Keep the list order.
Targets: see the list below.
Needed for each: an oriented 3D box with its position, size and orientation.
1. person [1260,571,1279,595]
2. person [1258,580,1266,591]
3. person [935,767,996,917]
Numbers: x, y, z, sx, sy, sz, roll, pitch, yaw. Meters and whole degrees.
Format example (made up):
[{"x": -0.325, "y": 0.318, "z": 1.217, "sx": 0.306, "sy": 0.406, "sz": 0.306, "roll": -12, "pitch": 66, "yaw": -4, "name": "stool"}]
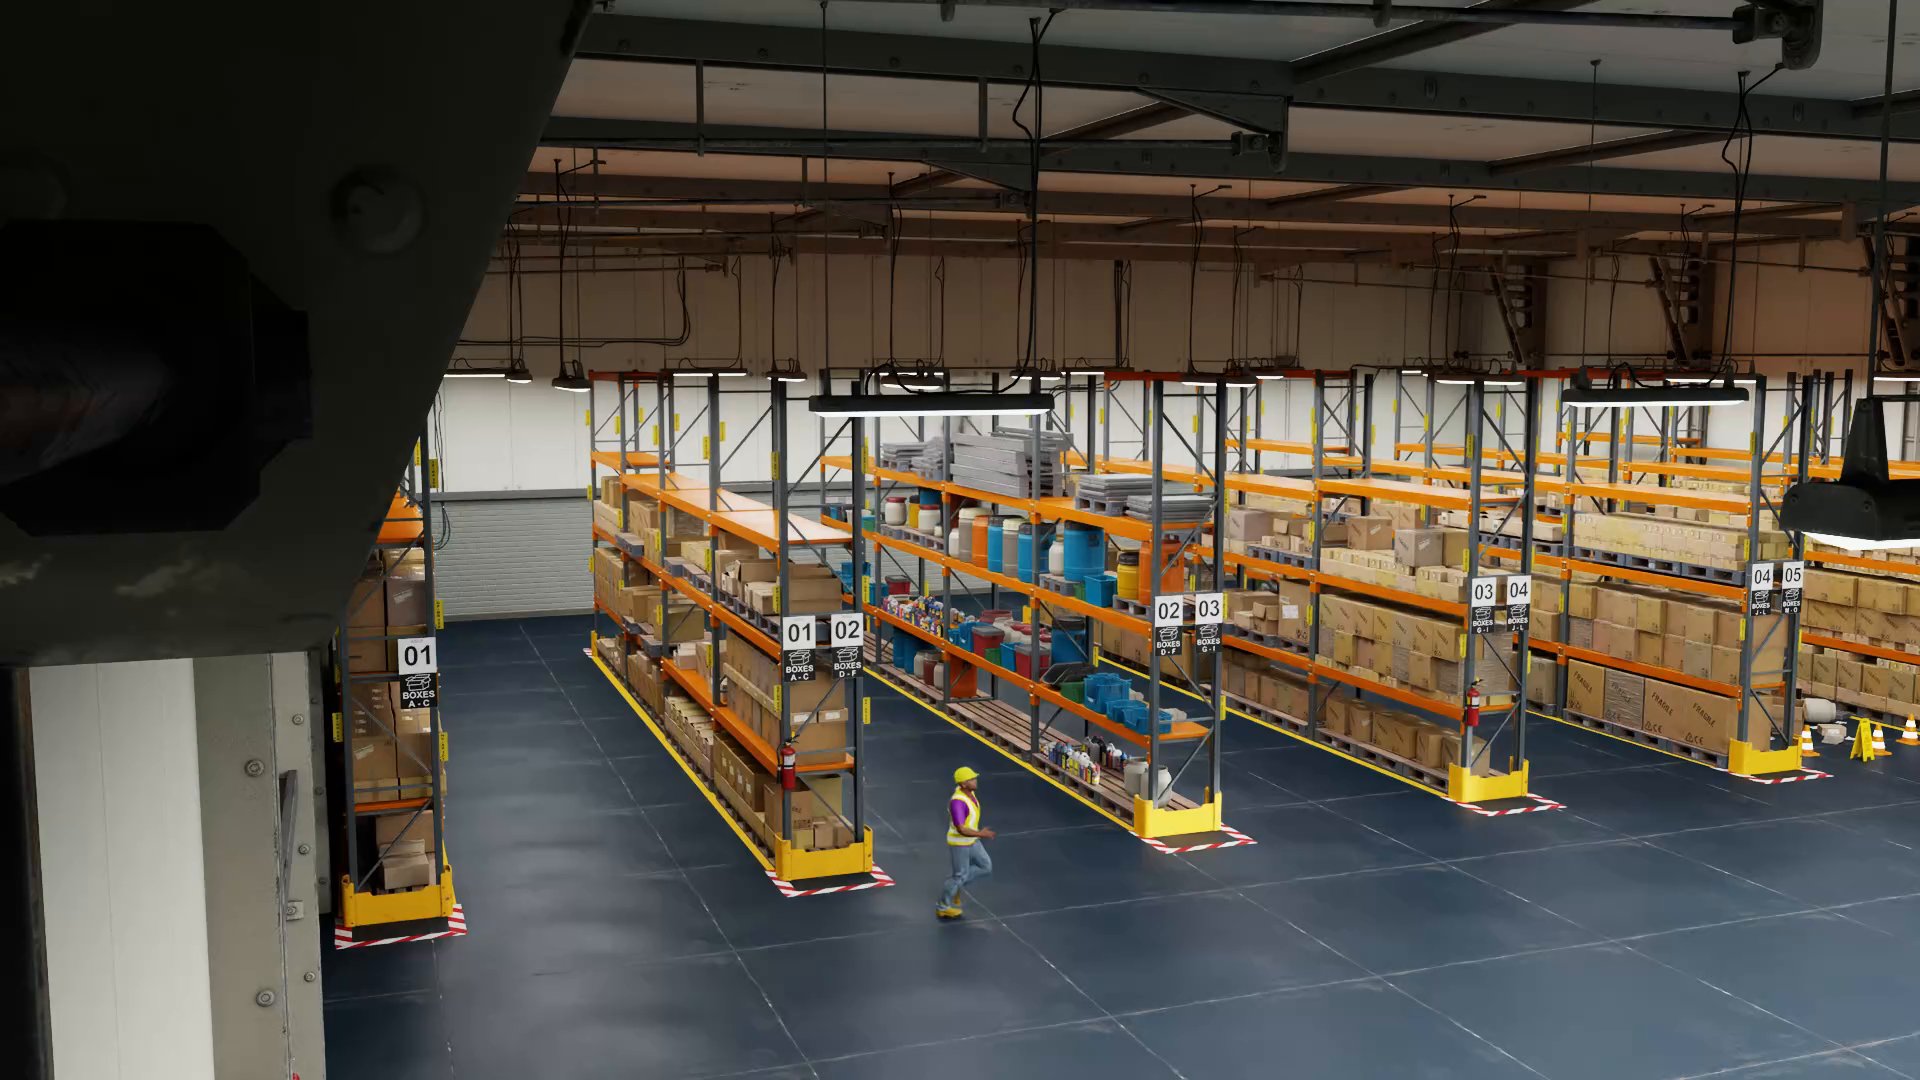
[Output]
[{"x": 6.727, "y": 1.488, "z": 35.581, "sx": 0.665, "sy": 1.692, "sz": 1.007, "roll": -2, "pitch": 7, "yaw": -18, "name": "person"}, {"x": 7.594, "y": 0.842, "z": 41.571, "sx": 0.672, "sy": 1.751, "sz": 0.619, "roll": -5, "pitch": 8, "yaw": -38, "name": "person"}, {"x": 0.081, "y": 3.383, "z": 18.717, "sx": 0.721, "sy": 1.715, "sz": 0.724, "roll": 2, "pitch": 7, "yaw": 14, "name": "person"}]
